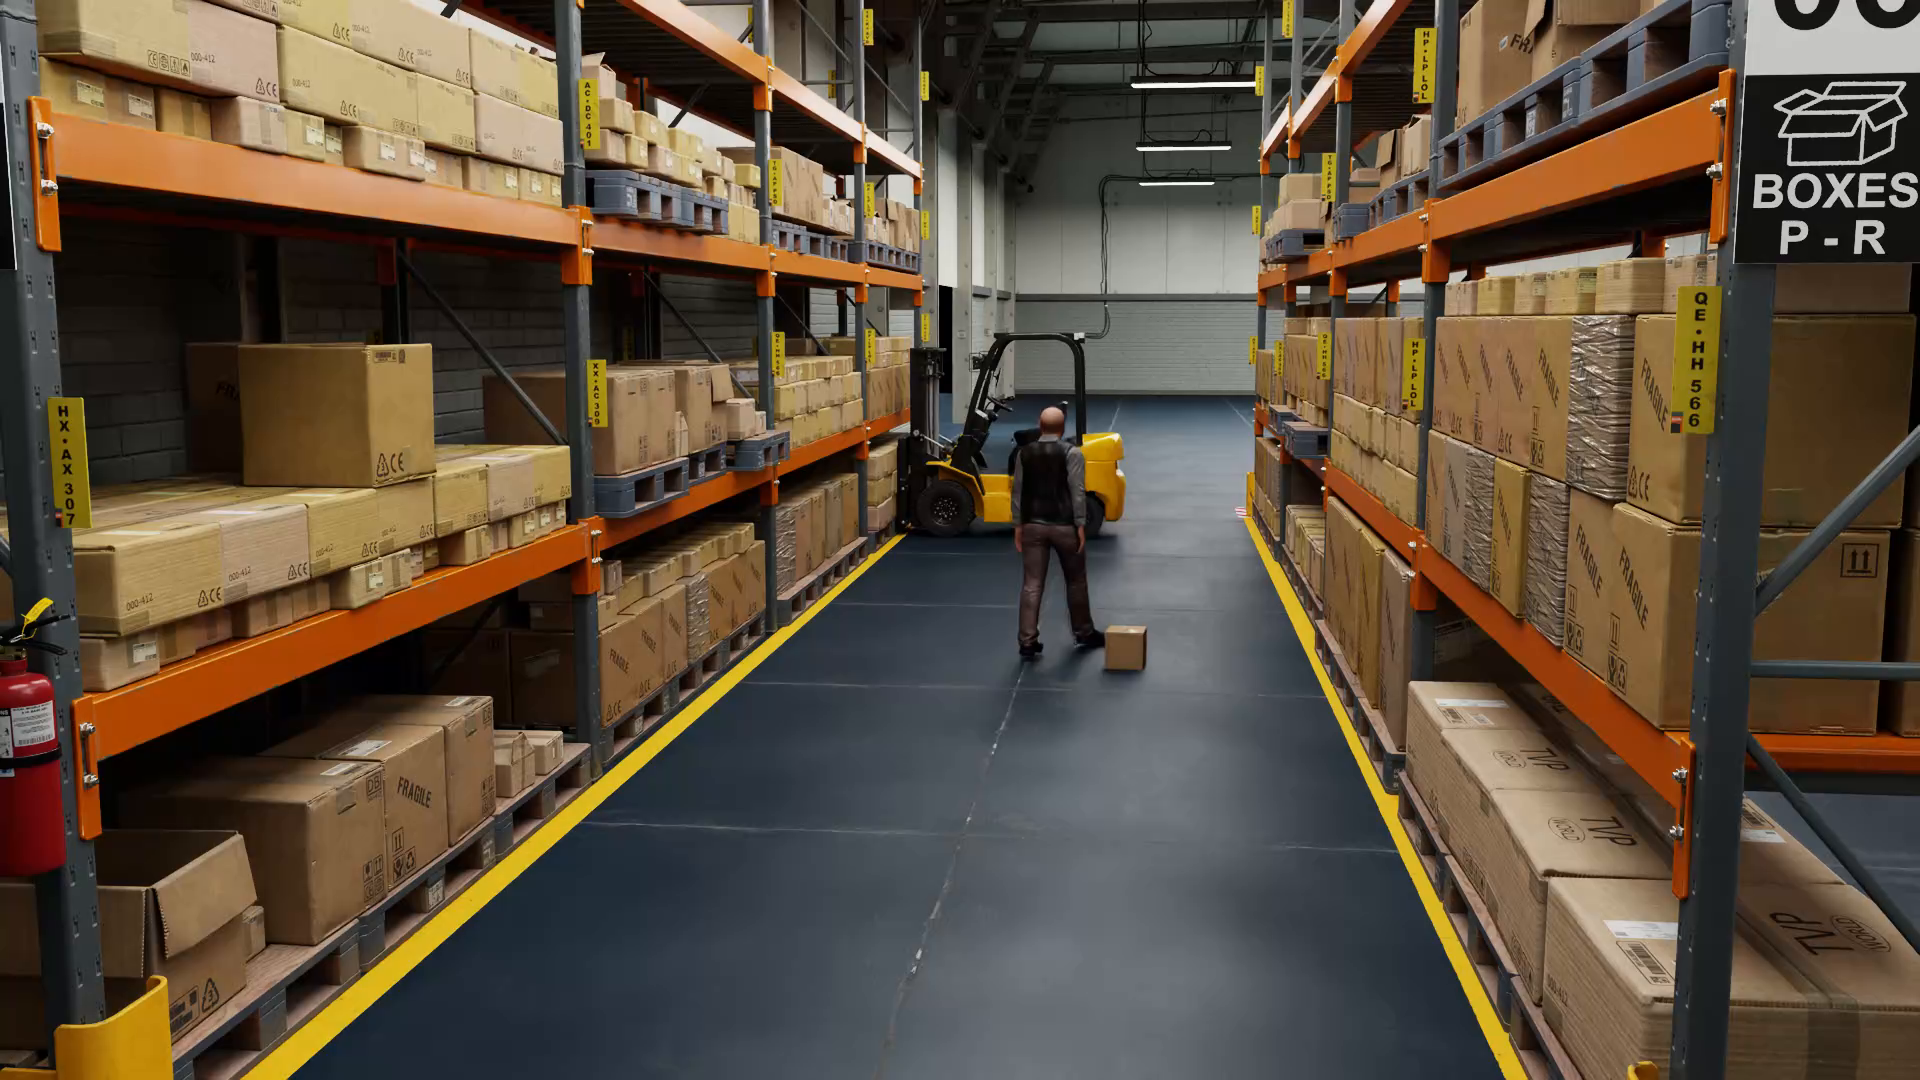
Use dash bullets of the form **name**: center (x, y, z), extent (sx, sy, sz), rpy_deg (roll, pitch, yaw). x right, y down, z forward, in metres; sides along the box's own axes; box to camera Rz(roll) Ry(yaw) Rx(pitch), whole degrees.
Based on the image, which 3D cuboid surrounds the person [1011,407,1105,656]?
- **person**: center (0.645, -0.079, 11.505), extent (0.584, 1.678, 0.904), rpy_deg (3, 8, 21)
